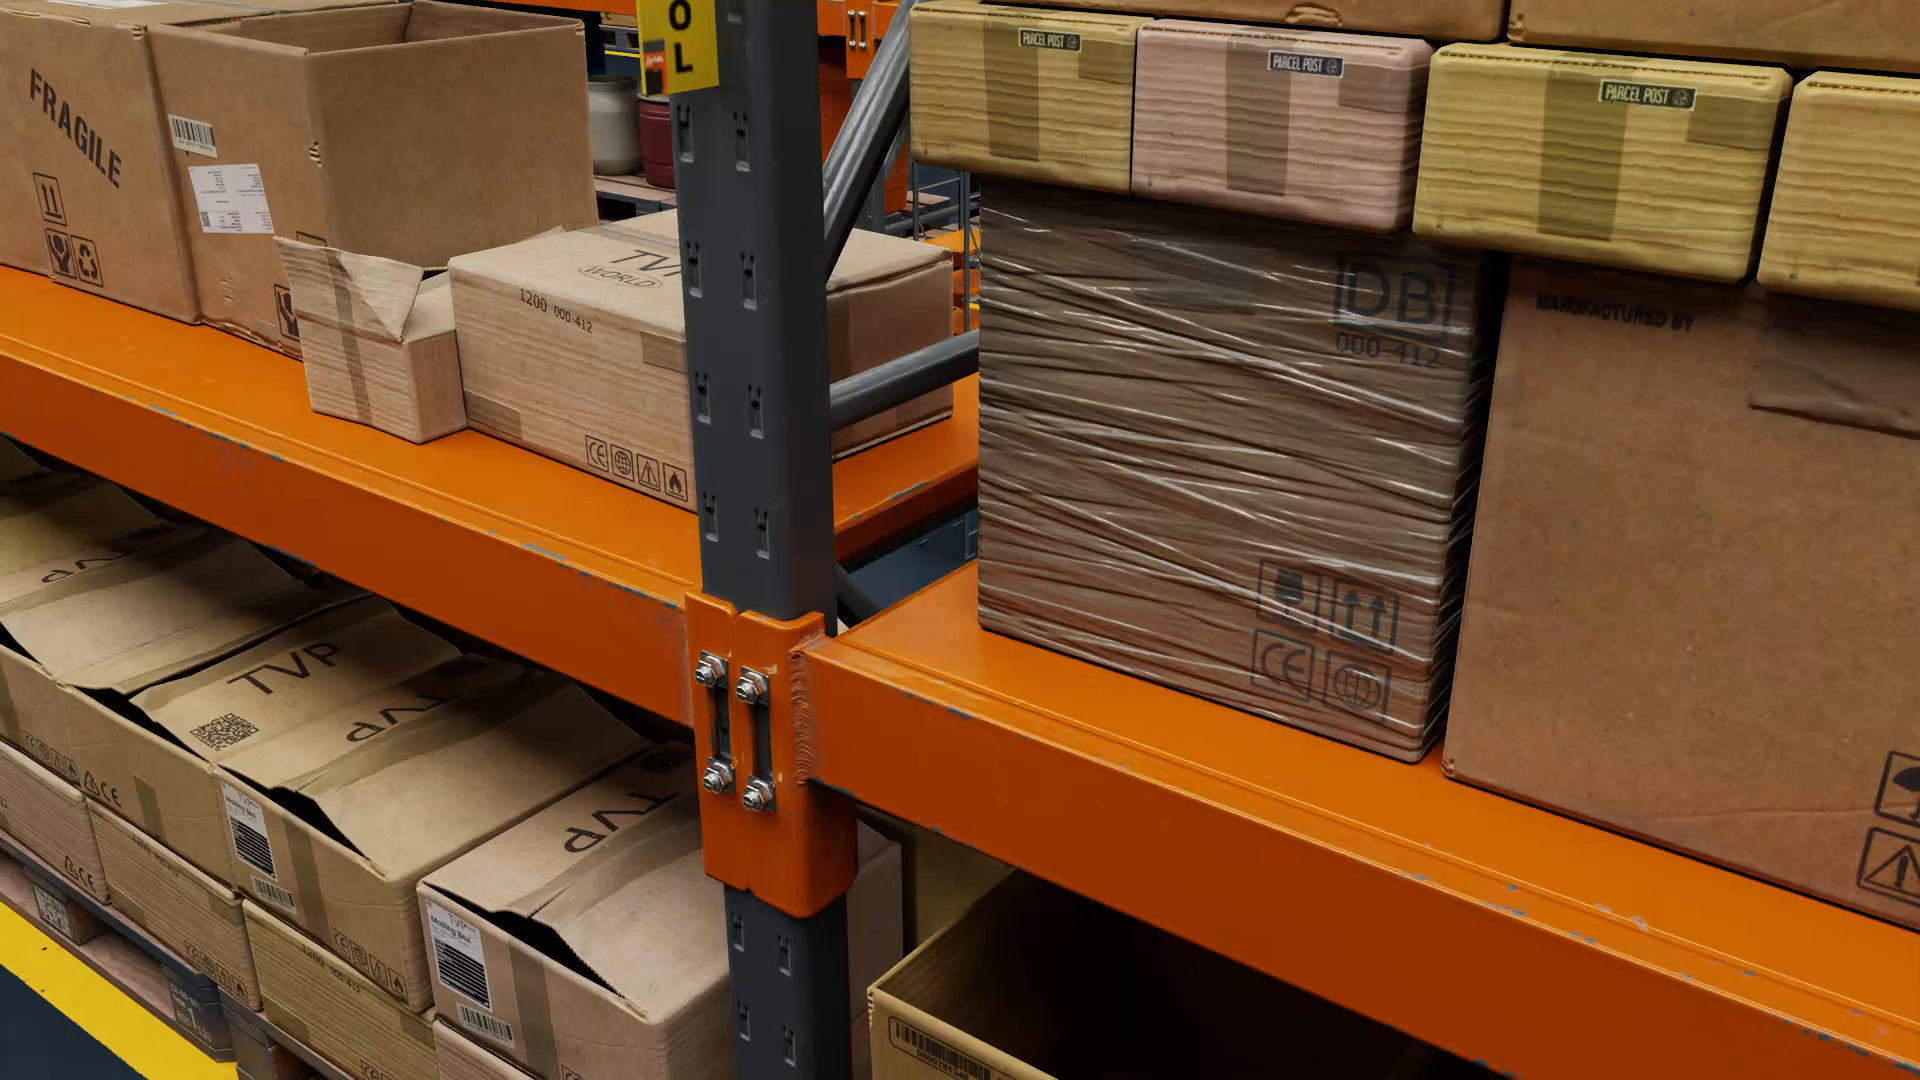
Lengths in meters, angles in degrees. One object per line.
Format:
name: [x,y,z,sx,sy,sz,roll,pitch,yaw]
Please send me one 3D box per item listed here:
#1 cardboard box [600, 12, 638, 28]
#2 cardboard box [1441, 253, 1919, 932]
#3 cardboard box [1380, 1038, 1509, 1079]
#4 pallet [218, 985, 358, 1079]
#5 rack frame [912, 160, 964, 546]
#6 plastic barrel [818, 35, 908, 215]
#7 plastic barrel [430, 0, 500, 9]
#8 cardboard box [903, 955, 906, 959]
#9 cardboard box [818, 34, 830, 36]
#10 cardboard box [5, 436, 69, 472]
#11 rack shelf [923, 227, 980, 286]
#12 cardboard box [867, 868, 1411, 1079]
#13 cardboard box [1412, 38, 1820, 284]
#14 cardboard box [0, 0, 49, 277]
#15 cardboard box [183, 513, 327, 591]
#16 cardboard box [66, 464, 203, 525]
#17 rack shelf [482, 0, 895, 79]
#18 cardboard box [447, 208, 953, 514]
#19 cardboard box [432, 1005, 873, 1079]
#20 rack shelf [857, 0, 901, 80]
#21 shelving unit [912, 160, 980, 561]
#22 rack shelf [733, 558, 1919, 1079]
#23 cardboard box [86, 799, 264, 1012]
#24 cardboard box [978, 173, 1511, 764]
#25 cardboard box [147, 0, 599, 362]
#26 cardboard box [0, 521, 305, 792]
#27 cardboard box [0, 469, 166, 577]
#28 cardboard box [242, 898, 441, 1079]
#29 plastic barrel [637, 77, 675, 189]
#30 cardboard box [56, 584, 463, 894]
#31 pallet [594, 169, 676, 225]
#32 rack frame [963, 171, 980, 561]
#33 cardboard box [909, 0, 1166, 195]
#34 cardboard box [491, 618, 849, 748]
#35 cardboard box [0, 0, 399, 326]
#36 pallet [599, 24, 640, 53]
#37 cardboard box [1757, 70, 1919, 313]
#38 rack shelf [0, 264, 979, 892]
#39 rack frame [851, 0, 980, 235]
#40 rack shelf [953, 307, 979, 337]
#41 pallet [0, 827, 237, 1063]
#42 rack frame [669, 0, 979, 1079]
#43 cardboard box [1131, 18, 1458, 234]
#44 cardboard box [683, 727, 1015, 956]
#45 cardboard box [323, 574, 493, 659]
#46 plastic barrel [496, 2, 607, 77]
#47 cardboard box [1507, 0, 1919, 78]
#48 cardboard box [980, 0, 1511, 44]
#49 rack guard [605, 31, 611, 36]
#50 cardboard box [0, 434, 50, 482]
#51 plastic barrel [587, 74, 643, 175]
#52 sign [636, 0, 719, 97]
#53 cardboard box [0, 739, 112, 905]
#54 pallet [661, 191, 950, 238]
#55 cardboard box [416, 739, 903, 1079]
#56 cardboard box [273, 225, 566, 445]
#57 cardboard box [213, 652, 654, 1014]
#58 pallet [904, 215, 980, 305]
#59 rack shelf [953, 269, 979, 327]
cardboard box: [-3.035,-5.437,15.983,0.875,0.875,0.875,17,29,33]
cardboard box: [0.847,-0.064,1.551,0.500,0.500,0.700,16,29,33]
cardboard box: [0.651,0.806,1.661,0.500,0.500,0.500,17,29,33]
pallet: [-0.550,0.862,3.032,1.213,0.211,1.003,17,29,33]
rack frame: [-0.062,-0.568,5.050,0.006,1.200,0.240,17,29,33]
plastic barrel: [-0.566,-2.125,8.524,0.708,0.830,0.600,17,29,33]
plastic barrel: [-2.940,-2.875,10.138,0.708,0.901,0.600,17,29,33]
cardboard box: [-0.111,0.640,2.967,0.500,0.250,0.500,16,28,32]
cardboard box: [-0.875,-4.784,14.502,0.875,0.875,0.875,17,29,33]
cardboard box: [-2.151,-0.236,4.259,0.500,0.311,0.500,16,29,33]
rack shelf: [0.012,-0.834,4.873,0.180,0.103,0.258,17,29,33]
cardboard box: [0.246,0.687,1.929,0.500,0.500,0.500,17,29,33]
cardboard box: [0.570,-0.341,1.376,0.250,0.149,0.380,16,28,32]
cardboard box: [-1.786,-0.861,3.361,0.500,0.500,0.500,15,28,31]
cardboard box: [-1.350,0.009,3.703,0.500,0.311,0.500,18,29,35]
cardboard box: [-1.749,-0.113,3.980,0.500,0.311,0.500,17,29,33]
rack shelf: [-1.765,-2.968,9.158,4.000,0.370,1.077,17,29,33]
cardboard box: [-0.357,-0.285,2.363,0.500,0.250,0.500,19,30,36]
cardboard box: [-0.443,0.811,2.579,0.500,0.250,0.500,16,29,33]
rack shelf: [1.436,-2.000,6.962,4.000,0.370,1.077,17,29,33]
shelving unit: [0.012,-0.546,5.000,0.189,1.200,0.258,17,29,33]
rack shelf: [1.663,0.564,1.142,4.000,0.370,1.077,17,29,33]
cardboard box: [-1.256,0.564,3.139,0.500,0.250,0.500,18,29,34]
cardboard box: [0.422,-0.189,1.835,0.500,0.500,0.700,16,28,32]
cardboard box: [-0.964,-0.613,2.797,0.500,0.500,0.500,19,30,37]
cardboard box: [-1.651,0.187,3.299,0.500,0.311,0.500,16,29,33]
cardboard box: [-2.063,0.063,3.580,0.500,0.311,0.500,16,28,32]
cardboard box: [-0.847,0.688,2.858,0.500,0.250,0.500,16,29,33]
plastic barrel: [-1.470,-2.288,9.192,0.708,0.588,0.600,17,29,33]
cardboard box: [-1.251,0.310,3.020,0.500,0.311,0.500,17,29,33]
pallet: [-1.792,-2.010,9.549,1.213,0.211,1.003,17,29,33]
rack frame: [0.085,-0.523,4.950,0.006,1.200,0.240,17,29,33]
cardboard box: [0.162,-0.464,1.654,0.250,0.149,0.380,17,29,33]
cardboard box: [-0.516,0.258,3.139,0.500,0.311,0.500,16,29,33]
cardboard box: [-1.364,-0.734,3.072,0.500,0.500,0.500,17,29,33]
pallet: [-2.909,-4.902,16.113,1.213,0.211,1.003,17,29,33]
cardboard box: [0.781,-0.278,1.233,0.250,0.149,0.380,17,29,33]
rack shelf: [-1.538,-0.403,3.337,4.000,0.370,1.077,17,29,33]
rack frame: [-0.164,-2.813,7.915,0.127,3.000,1.000,17,29,33]
rack shelf: [0.012,-0.615,4.970,0.180,0.103,0.258,17,29,33]
pallet: [-1.531,0.567,3.702,1.213,0.211,1.003,17,29,33]
rack frame: [0.063,-0.249,2.094,0.127,3.000,1.000,17,29,33]
cardboard box: [0.362,-0.403,1.517,0.250,0.149,0.380,17,29,34]
cardboard box: [-0.119,0.380,2.860,0.500,0.311,0.500,17,29,33]
cardboard box: [-0.931,0.133,3.422,0.500,0.311,0.500,16,28,32]
plastic barrel: [-2.373,-2.704,9.749,0.708,0.901,0.600,17,29,33]
cardboard box: [0.827,-0.661,1.297,0.500,0.500,0.700,17,29,33]
cardboard box: [0.422,-0.783,1.574,0.500,0.500,0.700,17,29,34]
rack guard: [-3.615,-5.208,16.450,0.348,0.500,1.175,17,29,33]
cardboard box: [-2.470,-0.061,3.862,0.500,0.311,0.500,16,28,32]
plastic barrel: [-1.975,-2.361,9.452,0.421,0.512,0.421,0,24,0]
sign: [-0.255,-0.565,1.474,0.005,0.325,0.100,17,29,33]
cardboard box: [-1.663,0.441,3.419,0.500,0.250,0.500,18,29,34]
pallet: [-0.820,-1.714,8.879,1.213,0.211,1.003,17,29,33]
cardboard box: [-0.433,0.555,2.463,0.500,0.311,0.500,17,29,33]
cardboard box: [-0.751,-0.341,2.470,0.258,0.266,0.396,16,28,32]
cardboard box: [-0.853,0.431,2.744,0.500,0.311,0.500,18,29,35]
pallet: [0.432,-1.337,8.024,1.213,0.211,1.003,17,29,33]
rack shelf: [0.012,-0.725,4.921,0.180,0.103,0.258,17,29,33]
